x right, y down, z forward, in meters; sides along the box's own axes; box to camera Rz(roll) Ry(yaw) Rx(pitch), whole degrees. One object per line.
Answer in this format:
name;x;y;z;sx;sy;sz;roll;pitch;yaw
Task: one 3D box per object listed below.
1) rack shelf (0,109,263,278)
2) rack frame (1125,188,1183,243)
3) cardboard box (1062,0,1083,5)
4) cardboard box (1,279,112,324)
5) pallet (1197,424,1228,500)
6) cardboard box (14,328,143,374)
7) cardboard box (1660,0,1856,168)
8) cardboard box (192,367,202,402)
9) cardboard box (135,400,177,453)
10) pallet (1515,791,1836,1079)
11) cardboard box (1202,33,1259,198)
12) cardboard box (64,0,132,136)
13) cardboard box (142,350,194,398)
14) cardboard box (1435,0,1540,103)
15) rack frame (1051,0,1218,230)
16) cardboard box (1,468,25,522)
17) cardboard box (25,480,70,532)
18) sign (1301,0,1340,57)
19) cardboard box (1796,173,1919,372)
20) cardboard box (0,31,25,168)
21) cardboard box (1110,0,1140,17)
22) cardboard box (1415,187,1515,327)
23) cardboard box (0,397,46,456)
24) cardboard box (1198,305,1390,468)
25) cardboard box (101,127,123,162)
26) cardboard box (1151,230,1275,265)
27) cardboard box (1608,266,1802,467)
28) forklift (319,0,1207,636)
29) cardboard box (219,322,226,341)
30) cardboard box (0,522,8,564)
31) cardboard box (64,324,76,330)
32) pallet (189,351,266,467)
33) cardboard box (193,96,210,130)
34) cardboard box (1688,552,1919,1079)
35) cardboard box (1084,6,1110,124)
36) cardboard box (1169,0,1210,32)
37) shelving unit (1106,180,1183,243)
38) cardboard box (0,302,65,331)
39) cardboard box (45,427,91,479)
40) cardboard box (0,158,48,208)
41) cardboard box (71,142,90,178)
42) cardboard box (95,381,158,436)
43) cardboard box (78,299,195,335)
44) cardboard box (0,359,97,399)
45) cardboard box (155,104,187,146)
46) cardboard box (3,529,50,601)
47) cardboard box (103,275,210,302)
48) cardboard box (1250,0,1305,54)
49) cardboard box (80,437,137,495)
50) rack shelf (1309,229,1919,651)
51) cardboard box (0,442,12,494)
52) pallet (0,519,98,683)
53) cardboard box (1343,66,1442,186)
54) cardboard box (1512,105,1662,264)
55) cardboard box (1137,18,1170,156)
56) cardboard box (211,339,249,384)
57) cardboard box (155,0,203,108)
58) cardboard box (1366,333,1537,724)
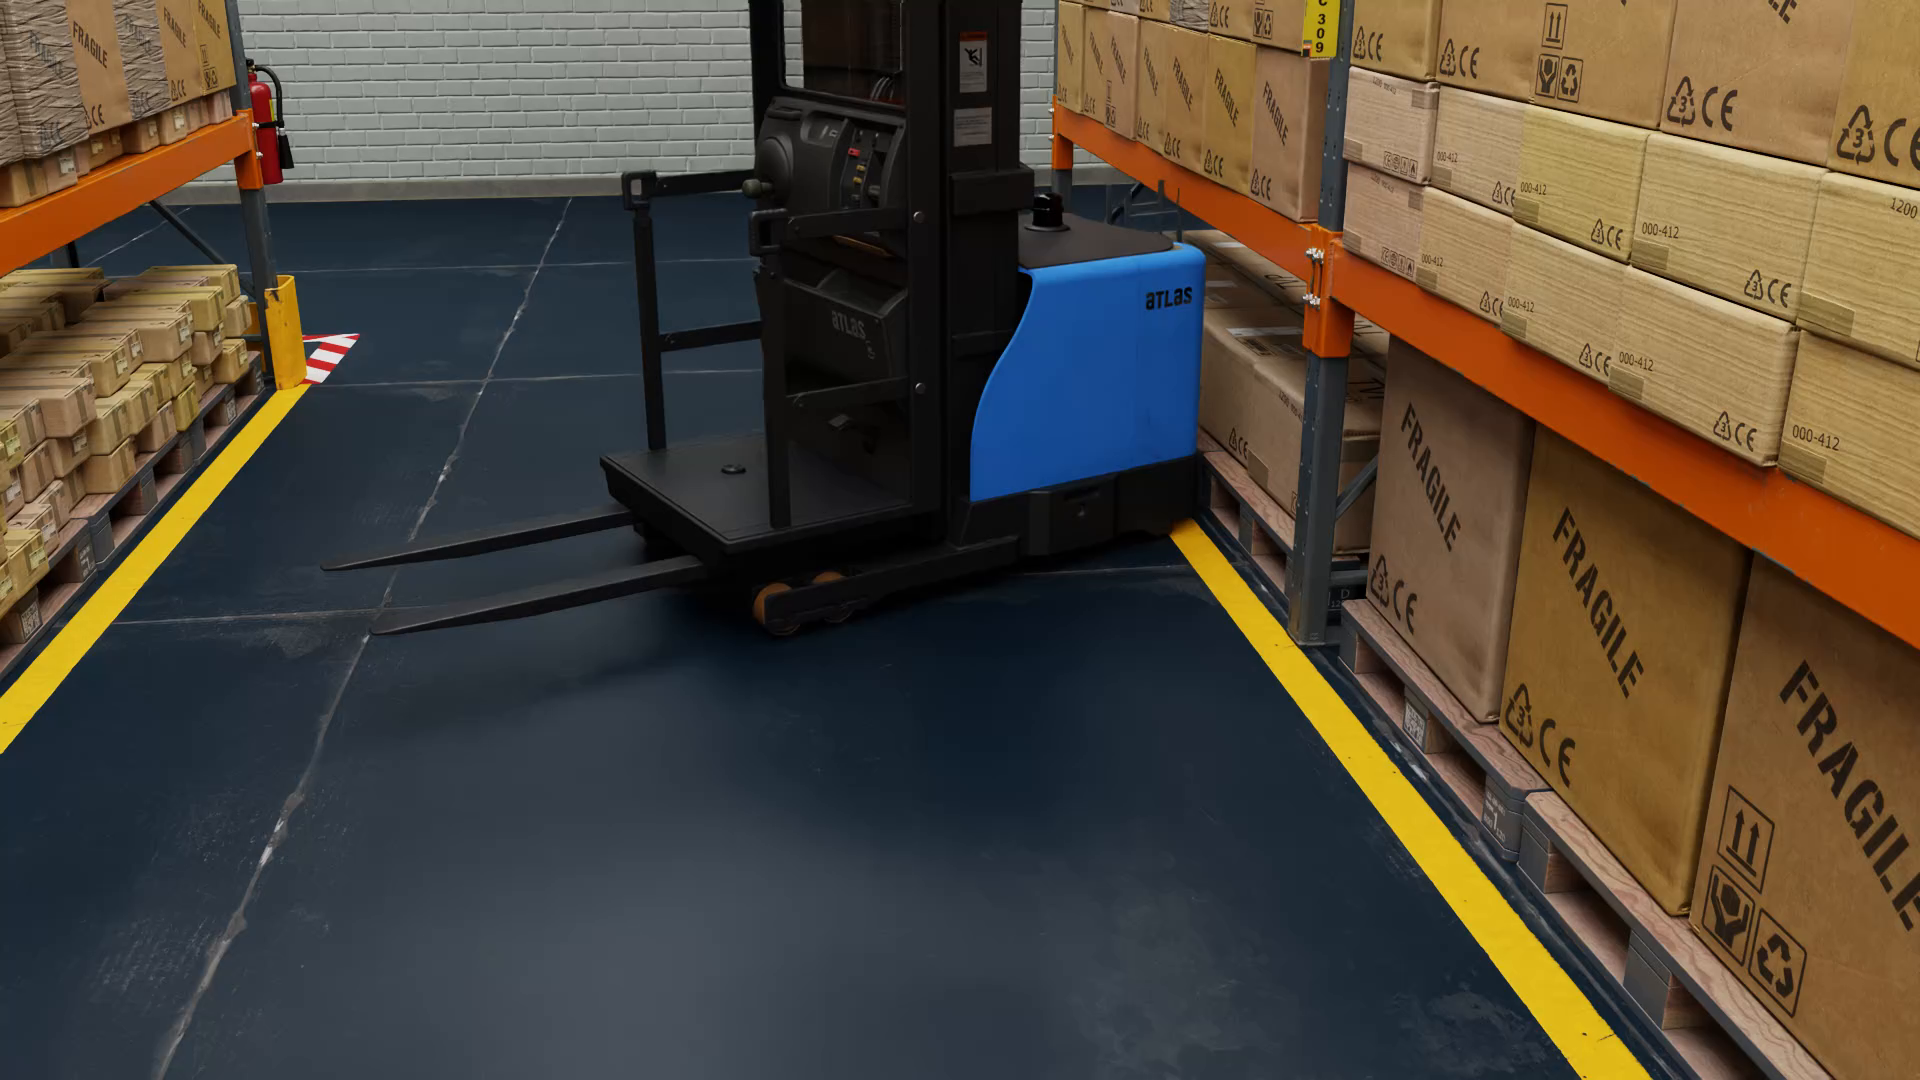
rack shelf;-3.609;-1.176;6.105;1.077;0.370;4.000;-3;21;-8
rack frame;0.759;-0.782;6.585;0.240;1.200;0.006;-9;24;-16
cardboard box;0.774;-2.824;7.919;0.500;0.500;0.500;-3;21;-9
cardboard box;-3.999;-1.057;7.383;0.380;0.149;0.250;-3;21;-7
pallet;1.352;-0.489;7.224;1.003;0.211;1.213;-3;21;-8
cardboard box;-3.431;-0.721;6.485;0.380;0.149;0.250;-4;21;-10
cardboard box;1.594;-0.926;2.836;0.500;0.500;0.500;-3;21;-9
cardboard box;-3.476;-0.630;7.090;0.380;0.149;0.250;-3;21;-7
cardboard box;-3.358;-0.449;6.606;0.380;0.149;0.250;-3;21;-7
pallet;1.928;0.888;3.536;1.003;0.211;1.213;-3;21;-8
cardboard box;1.164;-1.477;5.741;0.500;0.500;0.500;-3;21;-9
cardboard box;-3.364;-1.722;5.971;0.500;0.500;0.500;-2;21;-5
cardboard box;-3.375;-0.679;6.796;0.380;0.149;0.250;-3;21;-7
cardboard box;1.443;-1.278;3.780;0.500;0.500;0.500;-3;21;-8
rack frame;0.987;-2.490;8.595;1.000;3.000;0.127;-3;21;-8
cardboard box;-3.252;-0.128;5.321;0.380;0.149;0.250;-3;21;-8
cardboard box;-3.267;-0.085;5.630;0.380;0.149;0.250;-3;21;-9
sign;1.014;-1.519;4.645;0.100;0.325;0.005;-3;21;-8
cardboard box;1.647;-0.392;2.479;0.500;0.250;0.500;-3;21;-9
cardboard box;-3.221;-1.361;5.006;0.500;0.500;0.500;-3;21;-8
cardboard box;0.937;-2.468;6.965;0.500;0.500;0.500;-3;21;-8
cardboard box;1.442;-0.690;3.990;0.500;0.250;0.500;-3;21;-9
cardboard box;-3.292;-0.362;5.523;0.380;0.149;0.250;-3;21;-9
cardboard box;1.449;-0.634;6.688;0.875;0.438;0.875;-4;21;-9
cardboard box;-3.472;-1.538;6.407;0.380;0.149;0.250;-4;21;-10
cardboard box;1.181;-1.263;8.372;0.875;0.438;0.875;-4;21;-10
cardboard box;1.563;-0.338;3.048;0.500;0.250;0.500;-3;21;-9
forklift;-0.616;-1.274;5.439;3.031;2.935;1.130;-13;24;-30
cardboard box;-3.554;-0.944;7.506;0.380;0.149;0.250;-3;21;-9
cardboard box;-3.056;0.038;4.878;0.380;0.149;0.250;-2;21;-5
cardboard box;-3.969;-0.833;7.209;0.380;0.149;0.250;-3;21;-7
pallet;-3.804;-0.589;7.493;1.003;0.211;1.213;-3;21;-8
cardboard box;-3.572;-1.901;7.377;0.380;0.149;0.250;-3;21;-8
cardboard box;1.998;0.526;2.956;0.875;0.875;0.875;-3;21;-7
cardboard box;0.872;-2.182;7.629;0.500;0.500;0.500;-3;21;-9
cardboard box;1.074;-2.121;6.037;0.500;0.500;0.500;-3;21;-7
shelving unit;0.731;-0.815;6.666;0.258;1.200;0.189;-9;24;-16
cardboard box;-3.972;-0.882;6.914;0.380;0.149;0.250;-4;21;-10
cardboard box;-3.305;-0.318;5.830;0.380;0.149;0.250;-2;21;-5
cardboard box;-3.244;-1.177;5.441;0.380;0.149;0.250;-3;21;-7
cardboard box;-3.360;-1.361;5.932;0.380;0.149;0.250;-2;21;-6
cardboard box;-3.289;-0.495;6.304;0.380;0.149;0.250;-3;21;-7
cardboard box;-3.453;-0.908;6.985;0.380;0.149;0.250;-4;21;-10
cardboard box;-3.368;-0.545;6.012;0.380;0.149;0.250;-4;21;-10
cardboard box;-3.461;-1.728;6.913;0.380;0.149;0.250;-2;21;-6
cardboard box;-3.093;0.084;5.178;0.380;0.149;0.250;-2;21;-6
cardboard box;-3.591;-1.085;7.457;0.380;0.149;0.250;-3;21;-7
cardboard box;1.222;-1.769;5.095;0.500;0.500;0.500;-3;21;-8
cardboard box;-3.282;-0.271;6.129;0.380;0.149;0.250;-3;21;-9
rack shelf;1.852;-0.075;3.159;1.077;0.370;4.000;-3;21;-8
cardboard box;-3.146;-0.188;5.057;0.380;0.149;0.250;-2;21;-5
pallet;-3.452;0.255;5.231;1.003;0.211;1.213;-3;21;-8
cardboard box;1.348;-1.102;4.380;0.500;0.250;0.500;-4;21;-9
cardboard box;1.497;-0.747;3.429;0.500;0.250;0.500;-3;21;-7
cardboard box;1.016;-1.833;6.693;0.500;0.500;0.500;-2;21;-6
cardboard box;-3.478;-0.811;7.574;0.380;0.149;0.250;-2;21;-6
cardboard box;-3.509;-2.070;6.903;0.500;0.500;0.500;-3;21;-9
cardboard box;1.732;-0.096;4.621;0.875;0.875;0.875;-2;21;-6
